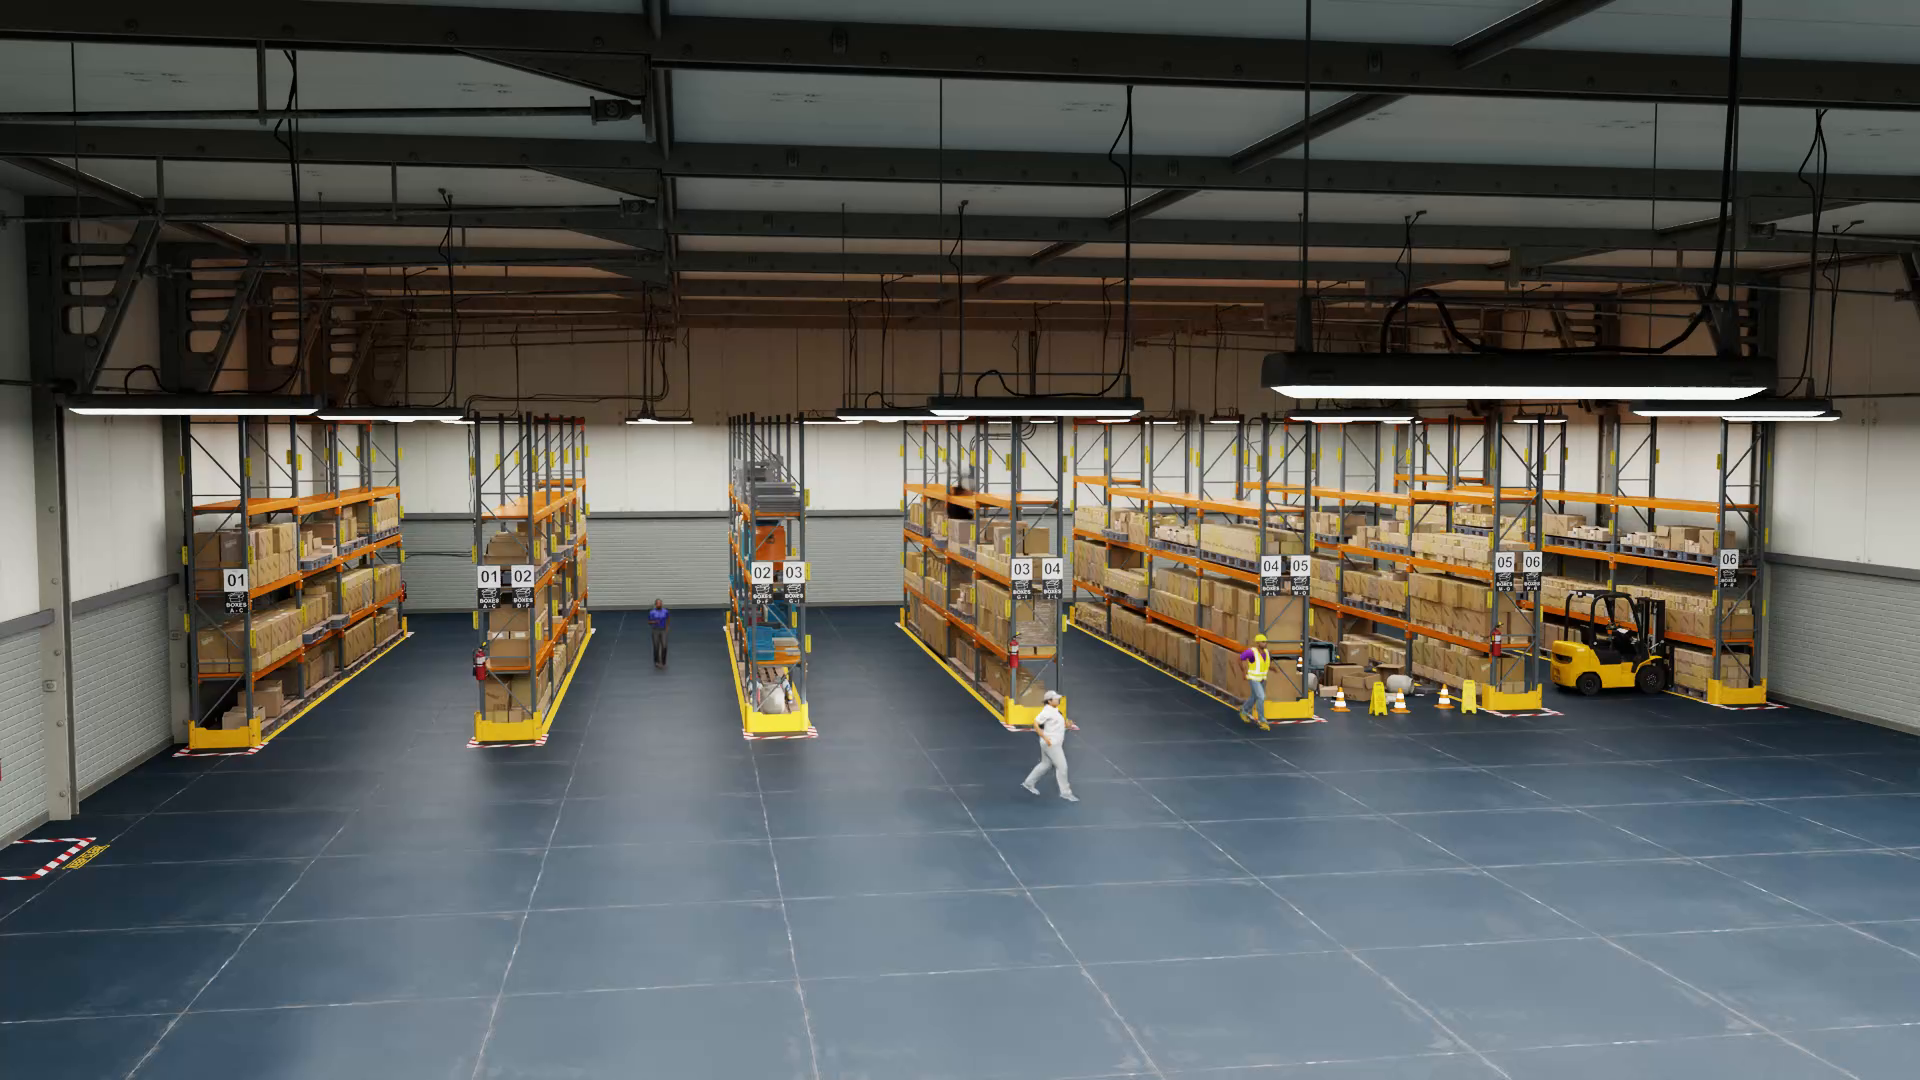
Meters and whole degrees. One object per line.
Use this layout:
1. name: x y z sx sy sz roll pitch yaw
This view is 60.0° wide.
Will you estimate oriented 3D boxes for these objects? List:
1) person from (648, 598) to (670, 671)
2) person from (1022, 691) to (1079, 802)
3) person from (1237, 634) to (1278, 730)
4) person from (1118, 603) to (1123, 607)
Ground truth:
1. person: -7.085 2.235 39.206 0.556 1.714 0.714 -1 4 -18
2. person: 1.399 3.145 25.458 0.877 1.689 0.594 1 4 8
3. person: 5.662 2.681 31.765 0.636 1.789 0.892 -3 5 -40
4. person: 5.042 1.486 49.942 0.910 1.737 0.621 -1 4 -10
